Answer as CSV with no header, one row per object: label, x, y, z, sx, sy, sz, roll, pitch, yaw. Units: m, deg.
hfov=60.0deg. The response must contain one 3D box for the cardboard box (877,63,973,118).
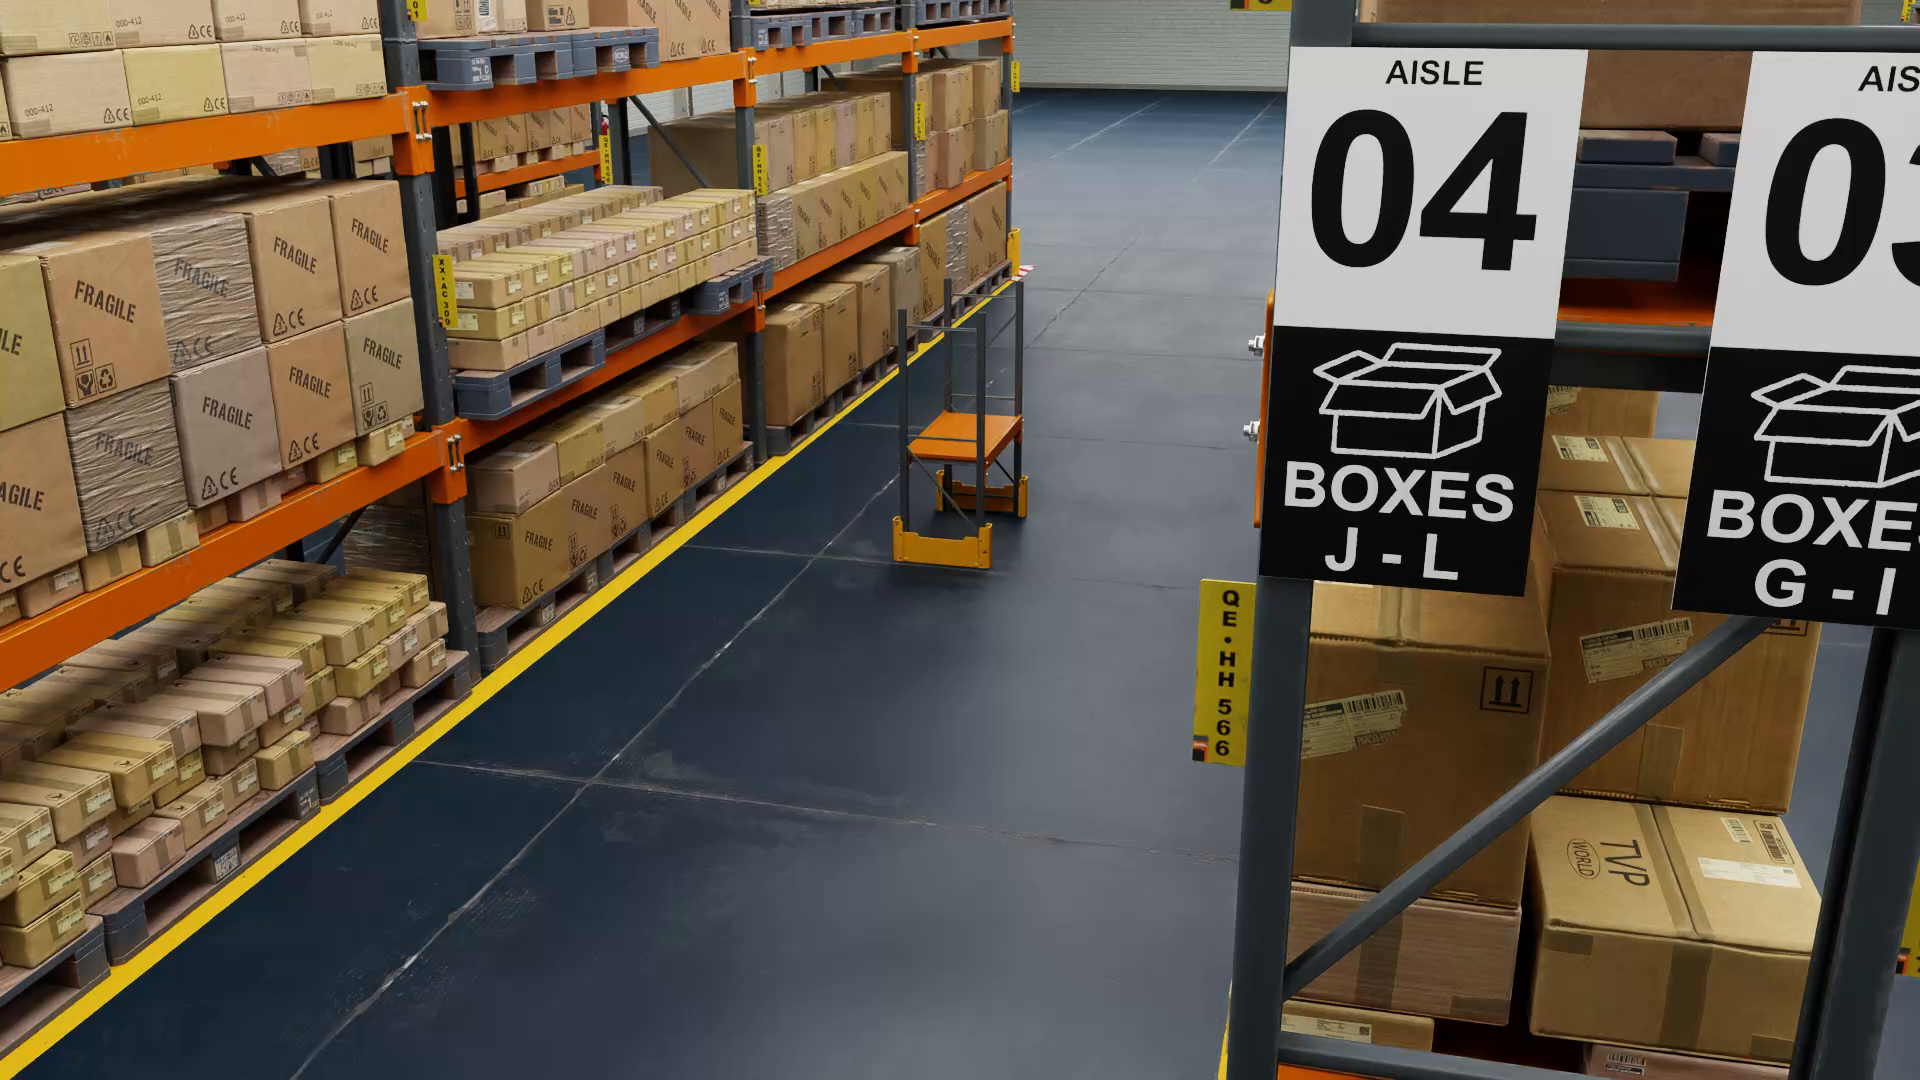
cardboard box,-0.355,-4.634,17.210,0.875,0.550,0.550,5,19,13

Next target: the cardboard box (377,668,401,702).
cardboard box,-2.755,0.627,7.472,0.380,0.149,0.250,5,20,15

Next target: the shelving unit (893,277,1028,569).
shelving unit,0.019,-0.734,10.015,0.587,1.500,1.083,5,19,13

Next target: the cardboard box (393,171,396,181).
cardboard box,-5.878,-3.699,16.767,0.380,0.149,0.250,5,20,15

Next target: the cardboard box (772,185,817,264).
cardboard box,-1.375,-2.328,12.208,0.500,0.500,0.500,4,19,13

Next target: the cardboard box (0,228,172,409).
cardboard box,-3.068,-0.755,5.596,0.500,0.500,0.500,4,19,12

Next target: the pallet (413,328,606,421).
pallet,-2.517,-0.885,8.436,1.003,0.211,1.213,5,19,13

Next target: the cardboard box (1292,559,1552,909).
cardboard box,0.827,0.331,3.190,0.500,0.500,0.500,5,19,14

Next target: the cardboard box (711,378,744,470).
cardboard box,-1.775,-0.791,11.080,0.500,0.500,0.500,5,19,13

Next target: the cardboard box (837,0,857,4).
cardboard box,-1.105,-4.312,12.864,0.500,0.311,0.500,4,19,11

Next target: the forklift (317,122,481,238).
forklift,-4.090,-2.347,12.525,1.130,2.935,3.031,0,19,-1

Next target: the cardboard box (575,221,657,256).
cardboard box,-1.925,-1.687,9.304,0.380,0.149,0.250,5,20,15

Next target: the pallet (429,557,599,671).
pallet,-2.656,0.327,8.903,1.003,0.211,1.213,5,19,13

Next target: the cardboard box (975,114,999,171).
cardboard box,-0.073,-4.286,17.864,0.875,0.550,0.550,5,19,13

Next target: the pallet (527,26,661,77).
pallet,-2.340,-2.589,8.777,1.213,0.211,1.003,5,19,13

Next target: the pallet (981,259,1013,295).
pallet,-0.033,-2.933,18.448,1.003,0.211,1.213,5,19,13

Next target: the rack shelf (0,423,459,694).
rack shelf,-3.334,0.219,6.018,1.077,0.370,4.000,5,19,13

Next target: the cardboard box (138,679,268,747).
cardboard box,-2.927,0.667,6.433,0.380,0.149,0.250,4,19,11

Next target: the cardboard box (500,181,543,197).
cardboard box,-4.836,-3.875,18.332,0.380,0.149,0.250,6,20,16

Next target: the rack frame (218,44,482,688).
rack frame,-2.845,-0.748,7.737,1.000,3.000,0.127,5,19,13

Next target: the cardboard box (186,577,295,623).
cardboard box,-3.255,0.294,7.527,0.380,0.149,0.250,6,20,16

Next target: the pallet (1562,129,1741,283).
pallet,1.134,-0.682,3.040,1.003,0.211,1.213,5,19,13

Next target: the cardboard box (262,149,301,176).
cardboard box,-5.984,-3.358,14.113,0.500,0.500,0.500,4,19,11

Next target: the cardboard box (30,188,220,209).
cardboard box,-3.303,-1.124,6.674,0.500,0.500,0.500,4,19,12

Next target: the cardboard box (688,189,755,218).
cardboard box,-1.543,-2.173,10.728,0.380,0.149,0.250,4,19,11

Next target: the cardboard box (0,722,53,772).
cardboard box,-3.573,0.784,6.091,0.380,0.149,0.250,4,19,12

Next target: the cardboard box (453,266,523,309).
cardboard box,-2.303,-1.197,7.869,0.380,0.149,0.250,6,20,16

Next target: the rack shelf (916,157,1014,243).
rack shelf,-0.402,-3.542,17.030,1.077,0.370,4.000,5,19,13

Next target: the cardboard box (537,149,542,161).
cardboard box,-4.892,-4.296,18.514,0.380,0.149,0.250,5,19,14

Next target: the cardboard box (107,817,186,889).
cardboard box,-3.061,1.120,6.029,0.380,0.149,0.250,4,19,11

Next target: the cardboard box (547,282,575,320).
cardboard box,-2.179,-1.218,8.392,0.380,0.149,0.250,5,20,15

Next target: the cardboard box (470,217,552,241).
cardboard box,-2.553,-1.744,9.471,0.380,0.149,0.250,4,19,13

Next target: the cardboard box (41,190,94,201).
cardboard box,-6.564,-2.355,11.900,0.500,0.250,0.500,5,19,13

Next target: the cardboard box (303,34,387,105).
cardboard box,-2.703,-1.921,6.764,0.500,0.250,0.500,5,20,15

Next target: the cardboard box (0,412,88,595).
cardboard box,-3.207,-0.124,5.294,0.500,0.500,0.500,5,19,14

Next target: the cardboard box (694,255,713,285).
cardboard box,-1.732,-1.655,10.130,0.380,0.149,0.250,4,19,13

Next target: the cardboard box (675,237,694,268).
cardboard box,-1.797,-1.709,9.829,0.380,0.149,0.250,5,19,13

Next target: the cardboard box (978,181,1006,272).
cardboard box,-0.015,-3.485,18.387,0.875,0.875,0.875,5,19,14

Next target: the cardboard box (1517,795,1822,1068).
cardboard box,1.342,0.730,3.181,0.500,0.250,0.500,4,19,12

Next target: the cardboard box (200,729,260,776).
cardboard box,-3.001,0.791,6.531,0.380,0.149,0.250,4,19,11

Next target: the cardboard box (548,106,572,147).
cardboard box,-4.730,-4.708,18.716,0.500,0.500,0.500,5,19,14

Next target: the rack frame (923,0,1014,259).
rack frame,0.087,-4.509,18.749,1.000,3.000,0.127,5,19,13

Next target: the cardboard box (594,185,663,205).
cardboard box,-2.169,-2.232,10.901,0.380,0.149,0.250,5,19,13

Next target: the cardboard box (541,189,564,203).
cardboard box,-4.805,-3.685,18.781,0.500,0.500,0.500,5,20,15

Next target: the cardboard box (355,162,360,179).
cardboard box,-5.683,-3.347,15.084,0.380,0.149,0.250,4,19,12

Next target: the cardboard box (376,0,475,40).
cardboard box,-2.646,-2.524,7.491,0.700,0.500,0.500,5,19,13

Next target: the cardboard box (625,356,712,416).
cardboard box,-1.893,-0.978,10.469,0.500,0.250,0.500,5,19,14

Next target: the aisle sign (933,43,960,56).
aisle sign,-0.187,-5.785,18.463,0.394,0.787,0.004,5,19,13

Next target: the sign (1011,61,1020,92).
sign,0.610,-5.122,18.385,0.100,0.325,0.005,5,19,13

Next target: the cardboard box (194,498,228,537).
cardboard box,-3.006,-0.111,6.260,0.380,0.149,0.250,4,19,13

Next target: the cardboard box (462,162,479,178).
cardboard box,-5.186,-3.813,17.099,0.380,0.149,0.250,5,20,15

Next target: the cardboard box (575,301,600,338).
cardboard box,-2.113,-1.159,8.679,0.380,0.149,0.250,5,19,14

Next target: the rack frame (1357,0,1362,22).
rack frame,1.940,-3.164,5.528,1.000,3.000,0.127,5,19,13

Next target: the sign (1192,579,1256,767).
sign,0.440,0.222,2.740,0.100,0.325,0.005,5,19,13

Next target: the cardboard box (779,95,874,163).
cardboard box,-1.130,-3.459,13.971,0.700,0.500,0.500,4,19,12
